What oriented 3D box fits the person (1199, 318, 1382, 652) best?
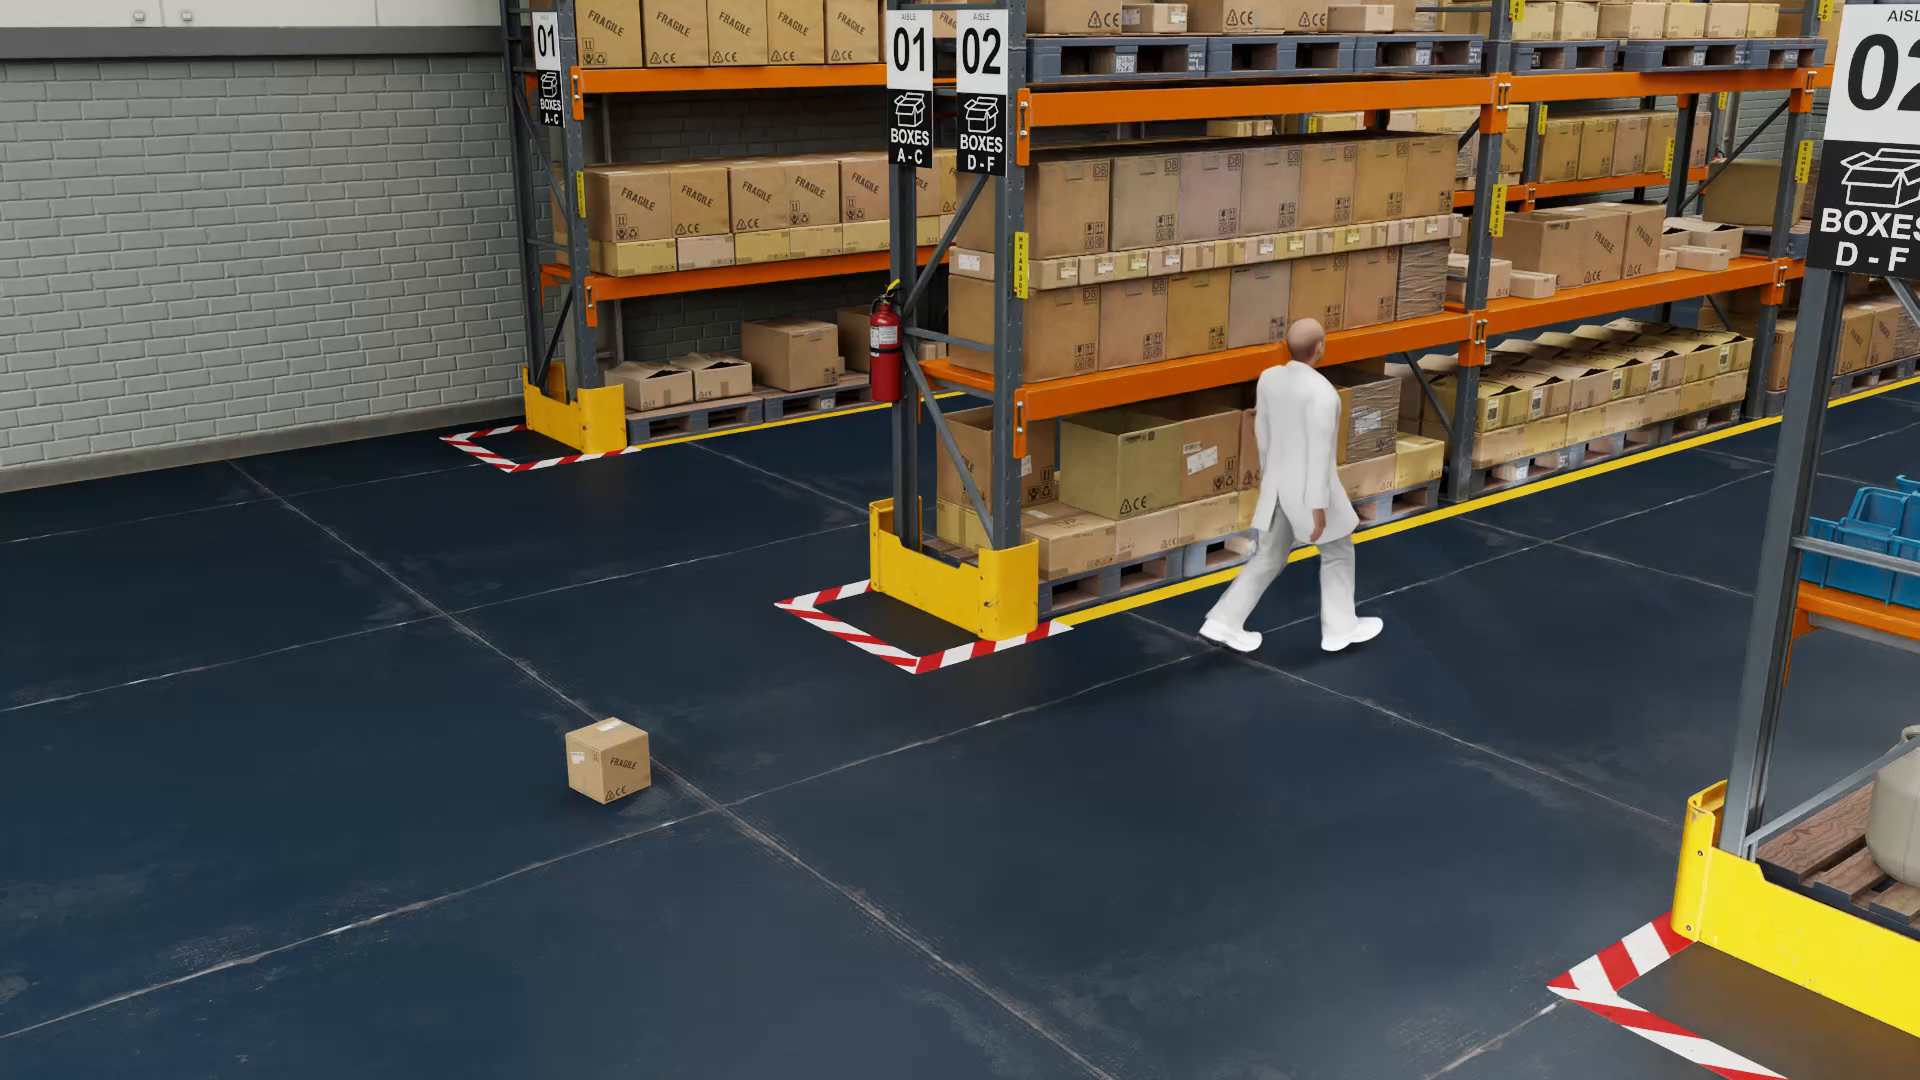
[{"bbox_3d":[1.696,-0.258,8.395,1.072,1.740,0.621,-10,20,-30],"label":"person"}]
